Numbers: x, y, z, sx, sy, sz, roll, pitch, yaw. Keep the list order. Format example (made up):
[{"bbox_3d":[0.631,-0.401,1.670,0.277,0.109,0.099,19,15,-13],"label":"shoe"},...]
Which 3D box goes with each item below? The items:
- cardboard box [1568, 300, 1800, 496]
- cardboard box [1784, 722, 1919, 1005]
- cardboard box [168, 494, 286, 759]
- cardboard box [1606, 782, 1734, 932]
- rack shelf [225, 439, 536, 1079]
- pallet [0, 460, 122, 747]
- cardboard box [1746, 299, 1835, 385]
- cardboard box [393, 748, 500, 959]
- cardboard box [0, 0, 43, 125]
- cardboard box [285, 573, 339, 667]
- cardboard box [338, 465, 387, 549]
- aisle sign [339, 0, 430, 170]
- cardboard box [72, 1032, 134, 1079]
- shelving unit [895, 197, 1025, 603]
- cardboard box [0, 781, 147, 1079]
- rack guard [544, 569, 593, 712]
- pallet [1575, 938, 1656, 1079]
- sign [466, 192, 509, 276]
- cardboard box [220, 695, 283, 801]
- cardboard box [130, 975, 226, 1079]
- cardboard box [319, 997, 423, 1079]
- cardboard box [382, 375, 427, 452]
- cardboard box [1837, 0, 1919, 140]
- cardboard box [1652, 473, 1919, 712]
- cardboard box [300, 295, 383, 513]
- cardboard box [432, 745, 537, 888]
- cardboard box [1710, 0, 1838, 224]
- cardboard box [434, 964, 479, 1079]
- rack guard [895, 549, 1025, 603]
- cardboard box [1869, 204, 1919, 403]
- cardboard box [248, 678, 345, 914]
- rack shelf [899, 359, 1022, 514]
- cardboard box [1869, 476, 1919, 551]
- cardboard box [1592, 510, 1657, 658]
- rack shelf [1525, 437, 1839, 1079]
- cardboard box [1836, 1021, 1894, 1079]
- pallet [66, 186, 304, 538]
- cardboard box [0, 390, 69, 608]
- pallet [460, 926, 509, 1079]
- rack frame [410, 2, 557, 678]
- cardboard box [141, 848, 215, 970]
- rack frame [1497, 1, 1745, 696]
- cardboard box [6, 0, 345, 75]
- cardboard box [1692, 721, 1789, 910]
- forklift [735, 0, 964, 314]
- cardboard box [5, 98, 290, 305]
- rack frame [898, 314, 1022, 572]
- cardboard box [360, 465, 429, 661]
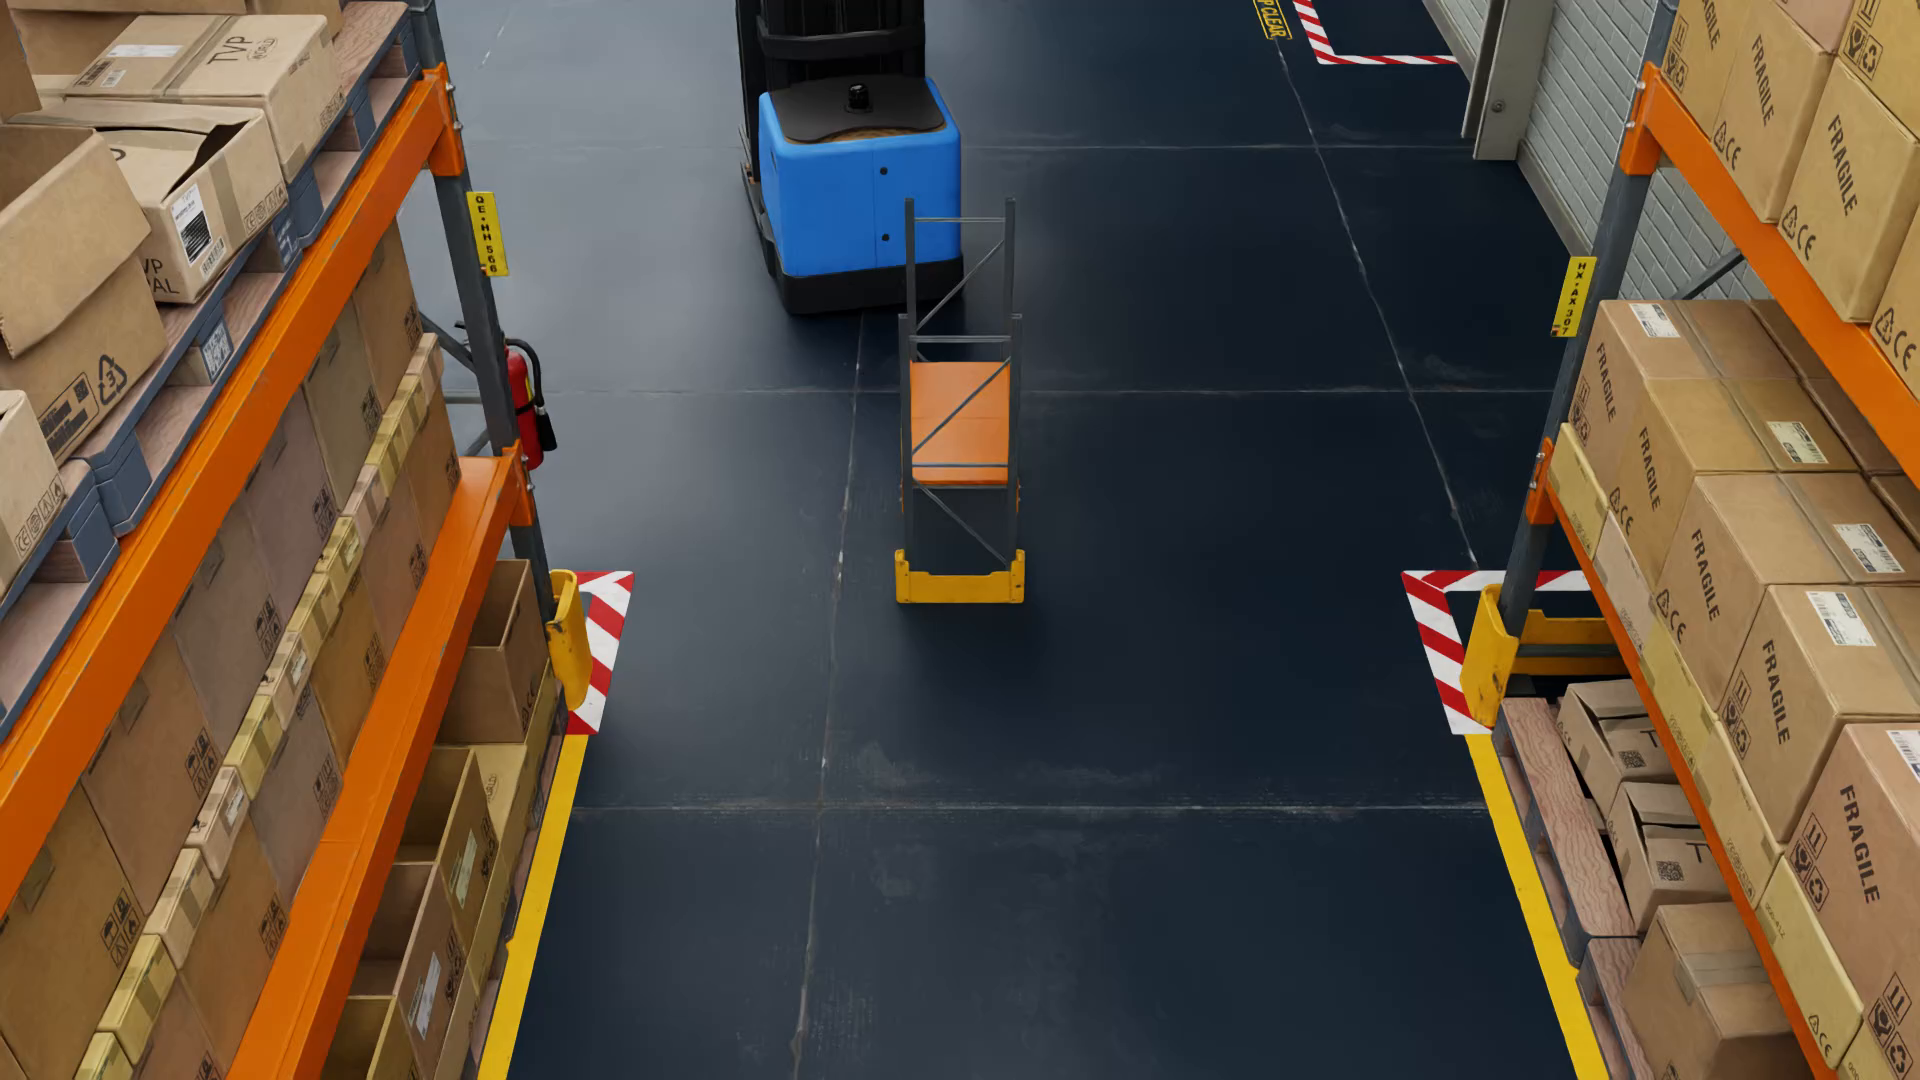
[{"bbox_3d":[2.457,-0.481,5.701,0.500,0.500,0.500,0,39,0],"label":"cardboard box"},{"bbox_3d":[2.456,0.799,4.104,0.500,0.500,0.500,-1,39,-1],"label":"cardboard box"},{"bbox_3d":[-2.200,0.205,4.223,0.700,0.500,0.500,0,39,0],"label":"cardboard box"},{"bbox_3d":[2.669,1.129,5.986,0.500,0.311,0.500,3,39,4],"label":"cardboard box"},{"bbox_3d":[-2.194,1.000,4.925,1.077,0.370,4.000,0,39,0],"label":"rack shelf"},{"bbox_3d":[-2.219,0.300,2.894,1.003,0.211,1.213,0,39,0],"label":"pallet"},{"bbox_3d":[2.970,-0.485,5.706,0.500,0.500,0.500,0,39,-1],"label":"cardboard box"},{"bbox_3d":[-1.882,1.045,5.556,0.500,0.500,0.500,0,39,0],"label":"cardboard box"},{"bbox_3d":[-2.468,-0.921,3.820,0.500,0.500,0.500,0,39,0],"label":"cardboard box"},{"bbox_3d":[-2.002,0.225,4.718,0.380,0.149,0.250,1,39,1],"label":"cardboard box"},{"bbox_3d":[-2.005,-0.104,5.128,0.380,0.149,0.250,0,39,1],"label":"cardboard box"},{"bbox_3d":[-1.903,-1.587,5.499,0.394,0.787,0.004,0,39,0],"label":"aisle sign"},{"bbox_3d":[-2.001,1.191,3.512,0.380,0.149,0.250,-1,39,-1],"label":"cardboard box"},{"bbox_3d":[0.000,-0.633,7.586,0.587,1.500,1.083,0,39,0],"label":"shelving unit"},{"bbox_3d":[-2.200,0.831,3.443,0.700,0.500,0.500,0,39,0],"label":"cardboard box"},{"bbox_3d":[-2.196,0.429,7.061,1.175,0.500,0.348,0,39,0],"label":"rack guard"},{"bbox_3d":[2.722,1.867,5.497,1.003,0.211,1.213,0,39,0],"label":"pallet"},{"bbox_3d":[-1.654,-1.068,5.814,0.100,0.325,0.005,0,39,0],"label":"sign"},{"bbox_3d":[-2.004,0.541,4.323,0.380,0.149,0.250,0,39,0],"label":"cardboard box"},{"bbox_3d":[-2.206,1.323,3.866,0.700,0.500,0.500,0,39,-1],"label":"cardboard box"},{"bbox_3d":[-1.880,1.671,4.775,0.500,0.500,0.500,0,39,0],"label":"cardboard box"},{"bbox_3d":[-2.004,-0.421,5.524,0.380,0.149,0.250,1,39,1],"label":"cardboard box"},{"bbox_3d":[2.477,-1.270,3.887,0.500,0.500,0.500,1,39,1],"label":"cardboard box"},{"bbox_3d":[2.442,0.151,4.912,0.500,0.500,0.500,-1,39,-2],"label":"cardboard box"},{"bbox_3d":[-2.202,-0.423,5.007,0.700,0.500,0.500,-1,39,-1],"label":"cardboard box"},{"bbox_3d":[-1.888,1.025,6.181,0.500,0.250,0.500,0,39,0],"label":"cardboard box"},{"bbox_3d":[2.473,-1.210,4.612,0.500,0.500,0.500,2,39,3],"label":"cardboard box"},{"bbox_3d":[-1.886,1.651,5.400,0.500,0.250,0.500,0,39,0],"label":"cardboard box"},{"bbox_3d":[0.000,0.166,7.588,0.587,0.250,0.087,0,39,0],"label":"rack guard"},{"bbox_3d":[2.499,-0.550,3.789,0.500,0.500,0.500,2,39,3],"label":"cardboard box"},{"bbox_3d":[-2.204,0.689,4.657,0.700,0.500,0.500,1,39,1],"label":"cardboard box"},{"bbox_3d":[0.000,-0.498,7.706,0.538,0.185,1.000,0,39,0],"label":"rack shelf"},{"bbox_3d":[2.966,0.153,4.910,0.500,0.500,0.500,-1,39,-1],"label":"cardboard box"},{"bbox_3d":[2.455,0.143,5.522,0.500,0.250,0.500,-1,39,-1],"label":"cardboard box"},{"bbox_3d":[2.760,0.994,4.932,1.077,0.370,4.000,0,39,0],"label":"rack shelf"},{"bbox_3d":[2.466,1.407,3.945,0.500,0.250,0.500,0,39,0],"label":"cardboard box"},{"bbox_3d":[-2.217,-0.461,3.844,1.003,0.211,1.213,0,39,0],"label":"pallet"},{"bbox_3d":[-1.929,-0.037,2.868,0.500,0.311,0.500,-2,39,-3],"label":"cardboard box"},{"bbox_3d":[-2.155,1.796,5.586,1.003,0.211,1.213,0,39,0],"label":"pallet"},{"bbox_3d":[-2.196,-0.532,6.260,1.000,3.000,0.127,0,39,0],"label":"rack frame"},{"bbox_3d":[-2.001,0.871,3.912,0.380,0.149,0.250,-1,39,-2],"label":"cardboard box"},{"bbox_3d":[2.757,-0.538,6.268,1.000,3.000,0.127,0,39,0],"label":"rack frame"},{"bbox_3d":[-2.200,-1.602,4.666,0.797,0.503,0.637,2,39,3],"label":"cardboard box"},{"bbox_3d":[2.448,0.778,4.730,0.500,0.250,0.500,0,39,0],"label":"cardboard box"},{"bbox_3d":[-0.807,-3.357,9.841,1.130,2.935,3.031,-8,39,-10],"label":"forklift"},{"bbox_3d":[-1.931,-0.818,3.843,0.500,0.311,0.500,4,39,5],"label":"cardboard box"},{"bbox_3d":[0.000,-0.321,7.196,0.500,1.500,0.032,0,39,0],"label":"rack frame"},{"bbox_3d":[-2.203,0.050,5.455,0.700,0.500,0.500,1,39,1],"label":"cardboard box"}]
